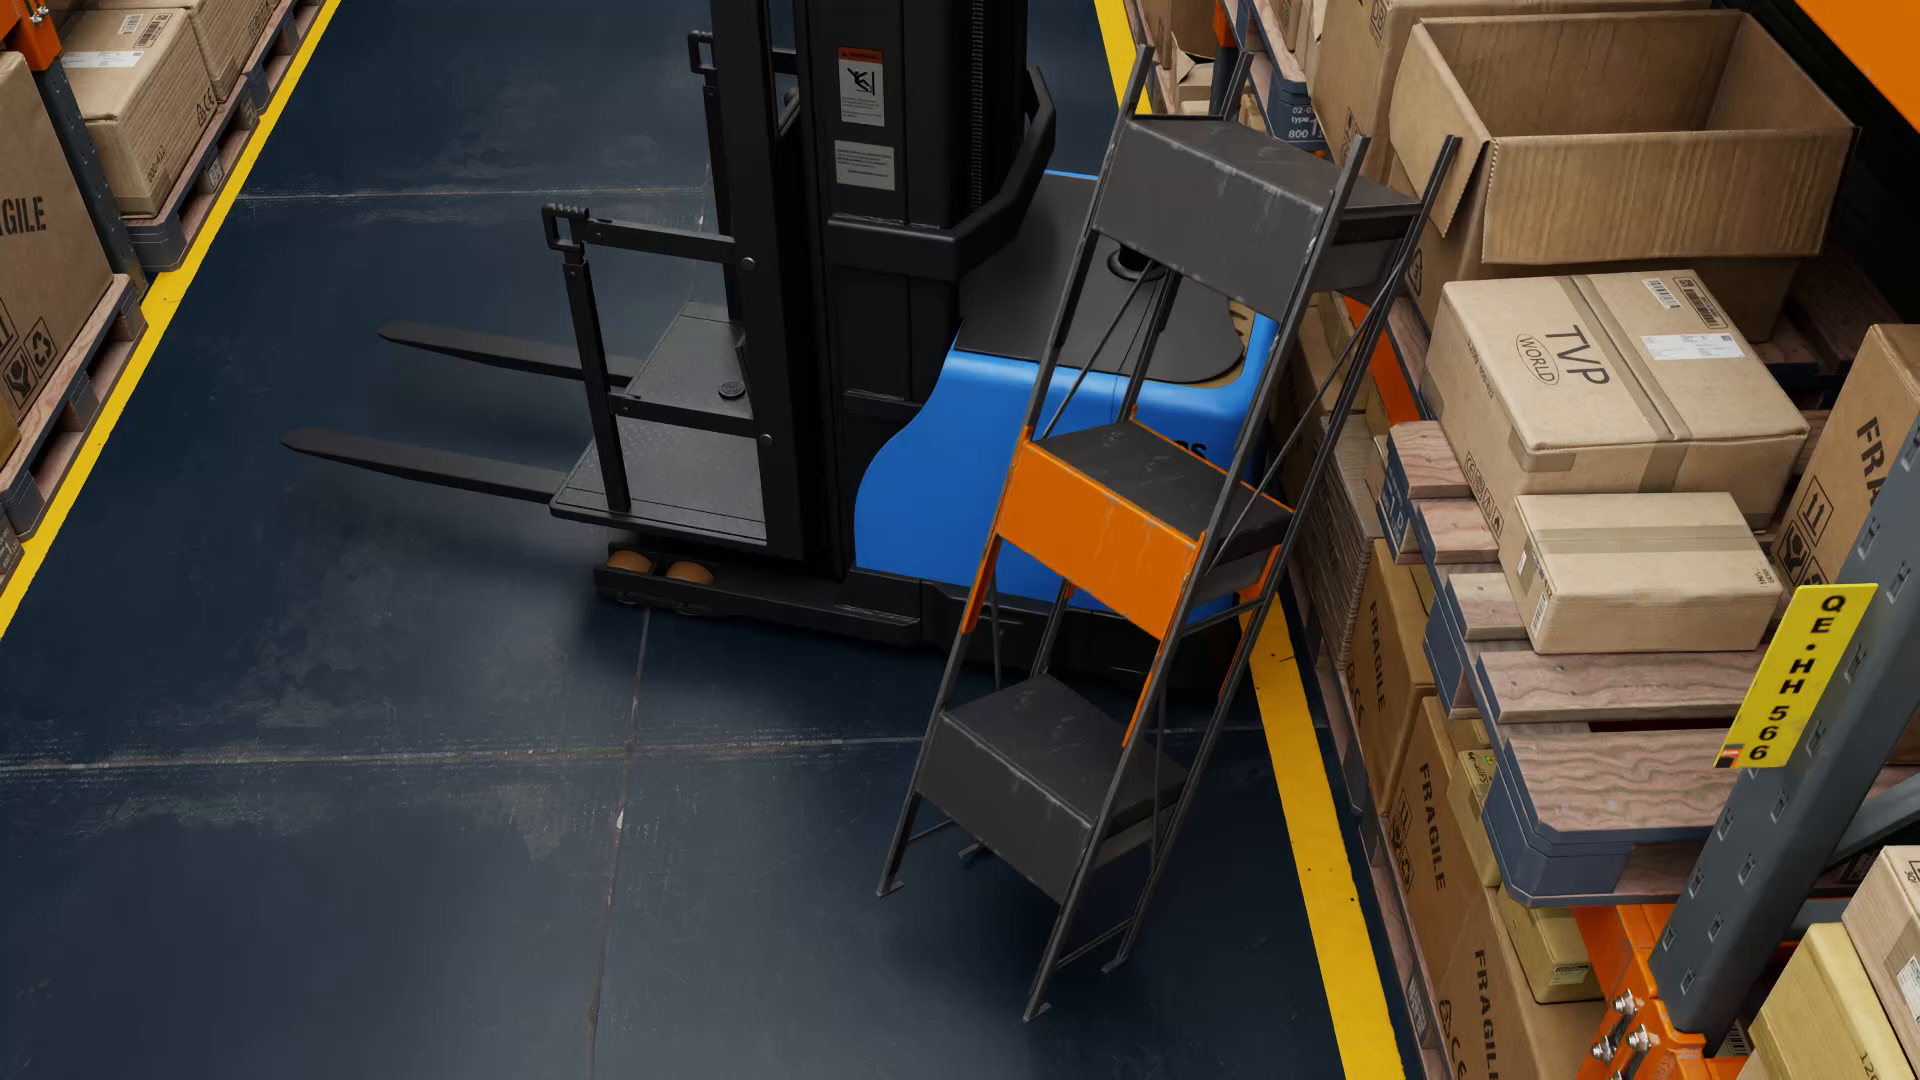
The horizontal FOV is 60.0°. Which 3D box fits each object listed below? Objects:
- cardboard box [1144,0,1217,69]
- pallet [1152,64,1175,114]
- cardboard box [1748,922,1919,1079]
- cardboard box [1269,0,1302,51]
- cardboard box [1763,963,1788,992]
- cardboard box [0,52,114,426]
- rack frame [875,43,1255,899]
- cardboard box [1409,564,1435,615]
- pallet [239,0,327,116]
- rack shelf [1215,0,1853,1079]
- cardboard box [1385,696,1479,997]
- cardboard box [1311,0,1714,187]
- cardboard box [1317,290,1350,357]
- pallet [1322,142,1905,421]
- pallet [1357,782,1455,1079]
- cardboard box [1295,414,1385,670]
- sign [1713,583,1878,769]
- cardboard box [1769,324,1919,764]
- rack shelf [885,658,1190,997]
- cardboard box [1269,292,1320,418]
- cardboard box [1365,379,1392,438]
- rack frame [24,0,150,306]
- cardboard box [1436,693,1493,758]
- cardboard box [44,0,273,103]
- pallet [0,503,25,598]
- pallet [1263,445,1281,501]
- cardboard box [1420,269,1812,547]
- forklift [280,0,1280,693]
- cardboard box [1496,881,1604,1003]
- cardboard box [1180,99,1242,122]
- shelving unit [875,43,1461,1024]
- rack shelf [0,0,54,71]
[{"bbox_3d":[1.199,-2.391,7.177,0.700,0.500,0.500,-3,43,-3],"label":"cardboard box"},{"bbox_3d":[1.368,-1.587,6.826,1.003,0.211,1.213,-2,43,-2],"label":"pallet"},{"bbox_3d":[1.316,0.727,1.978,0.500,0.250,0.500,-2,43,-2],"label":"cardboard box"},{"bbox_3d":[1.215,-1.661,4.457,0.700,0.500,0.500,-1,43,-1],"label":"cardboard box"},{"bbox_3d":[1.828,1.023,3.453,0.500,0.500,0.500,0,43,0],"label":"cardboard box"},{"bbox_3d":[-3.457,-0.962,5.341,0.875,0.875,0.875,0,43,0],"label":"cardboard box"},{"bbox_3d":[0.201,-0.067,3.746,0.015,2.100,0.400,34,31,31],"label":"rack frame"},{"bbox_3d":[1.305,0.040,4.046,0.380,0.149,0.250,-2,43,-2],"label":"cardboard box"},{"bbox_3d":[-3.572,-2.320,7.625,1.003,0.211,1.213,-2,43,-2],"label":"pallet"},{"bbox_3d":[1.481,-0.536,4.147,1.077,0.370,4.000,-2,43,-2],"label":"rack shelf"},{"bbox_3d":[1.323,0.698,3.808,0.500,0.500,0.500,-2,43,-2],"label":"cardboard box"},{"bbox_3d":[1.249,-1.131,3.879,0.700,0.500,0.500,-2,43,-2],"label":"cardboard box"},{"bbox_3d":[1.256,-0.662,4.811,0.380,0.149,0.250,-2,43,-2],"label":"cardboard box"},{"bbox_3d":[1.479,-0.693,3.928,1.003,0.211,1.213,-2,43,-2],"label":"pallet"},{"bbox_3d":[1.572,1.072,3.925,1.003,0.211,1.213,-2,43,-2],"label":"pallet"},{"bbox_3d":[1.257,-0.005,4.575,0.500,0.500,0.500,-3,43,-3],"label":"cardboard box"},{"bbox_3d":[1.024,0.173,2.043,0.100,0.325,0.005,-2,43,-2],"label":"sign"},{"bbox_3d":[1.700,0.005,2.640,0.500,0.500,0.500,0,43,0],"label":"cardboard box"},{"bbox_3d":[0.190,0.663,3.933,0.480,0.518,0.431,34,31,31],"label":"rack shelf"},{"bbox_3d":[1.224,-0.693,5.325,0.500,0.500,0.500,-2,43,-2],"label":"cardboard box"},{"bbox_3d":[1.304,-0.313,4.431,0.380,0.149,0.250,-1,43,-2],"label":"cardboard box"},{"bbox_3d":[-3.563,-2.007,5.219,1.000,3.000,0.127,-2,43,-2],"label":"rack frame"},{"bbox_3d":[1.282,0.388,3.666,0.380,0.149,0.250,-3,43,-3],"label":"cardboard box"},{"bbox_3d":[-3.521,-2.248,7.068,0.875,0.438,0.875,-3,43,-3],"label":"cardboard box"},{"bbox_3d":[-3.400,0.366,4.695,1.003,0.211,1.213,-2,43,-2],"label":"pallet"},{"bbox_3d":[1.469,-0.576,5.722,1.003,0.211,1.213,-2,43,-2],"label":"pallet"},{"bbox_3d":[1.198,-0.254,3.107,0.500,0.250,0.500,-3,43,-4],"label":"cardboard box"},{"bbox_3d":[-0.604,-1.187,4.376,3.031,2.935,1.130,10,43,11],"label":"forklift"},{"bbox_3d":[1.292,0.750,3.271,0.380,0.149,0.250,-4,43,-4],"label":"cardboard box"},{"bbox_3d":[1.079,-1.623,6.600,0.380,0.149,0.250,-3,43,-3],"label":"cardboard box"},{"bbox_3d":[0.376,0.049,3.622,0.503,2.100,0.431,34,31,31],"label":"shelving unit"},{"bbox_3d":[-3.478,-0.391,3.989,1.077,0.370,4.000,-2,43,-2],"label":"rack shelf"}]
